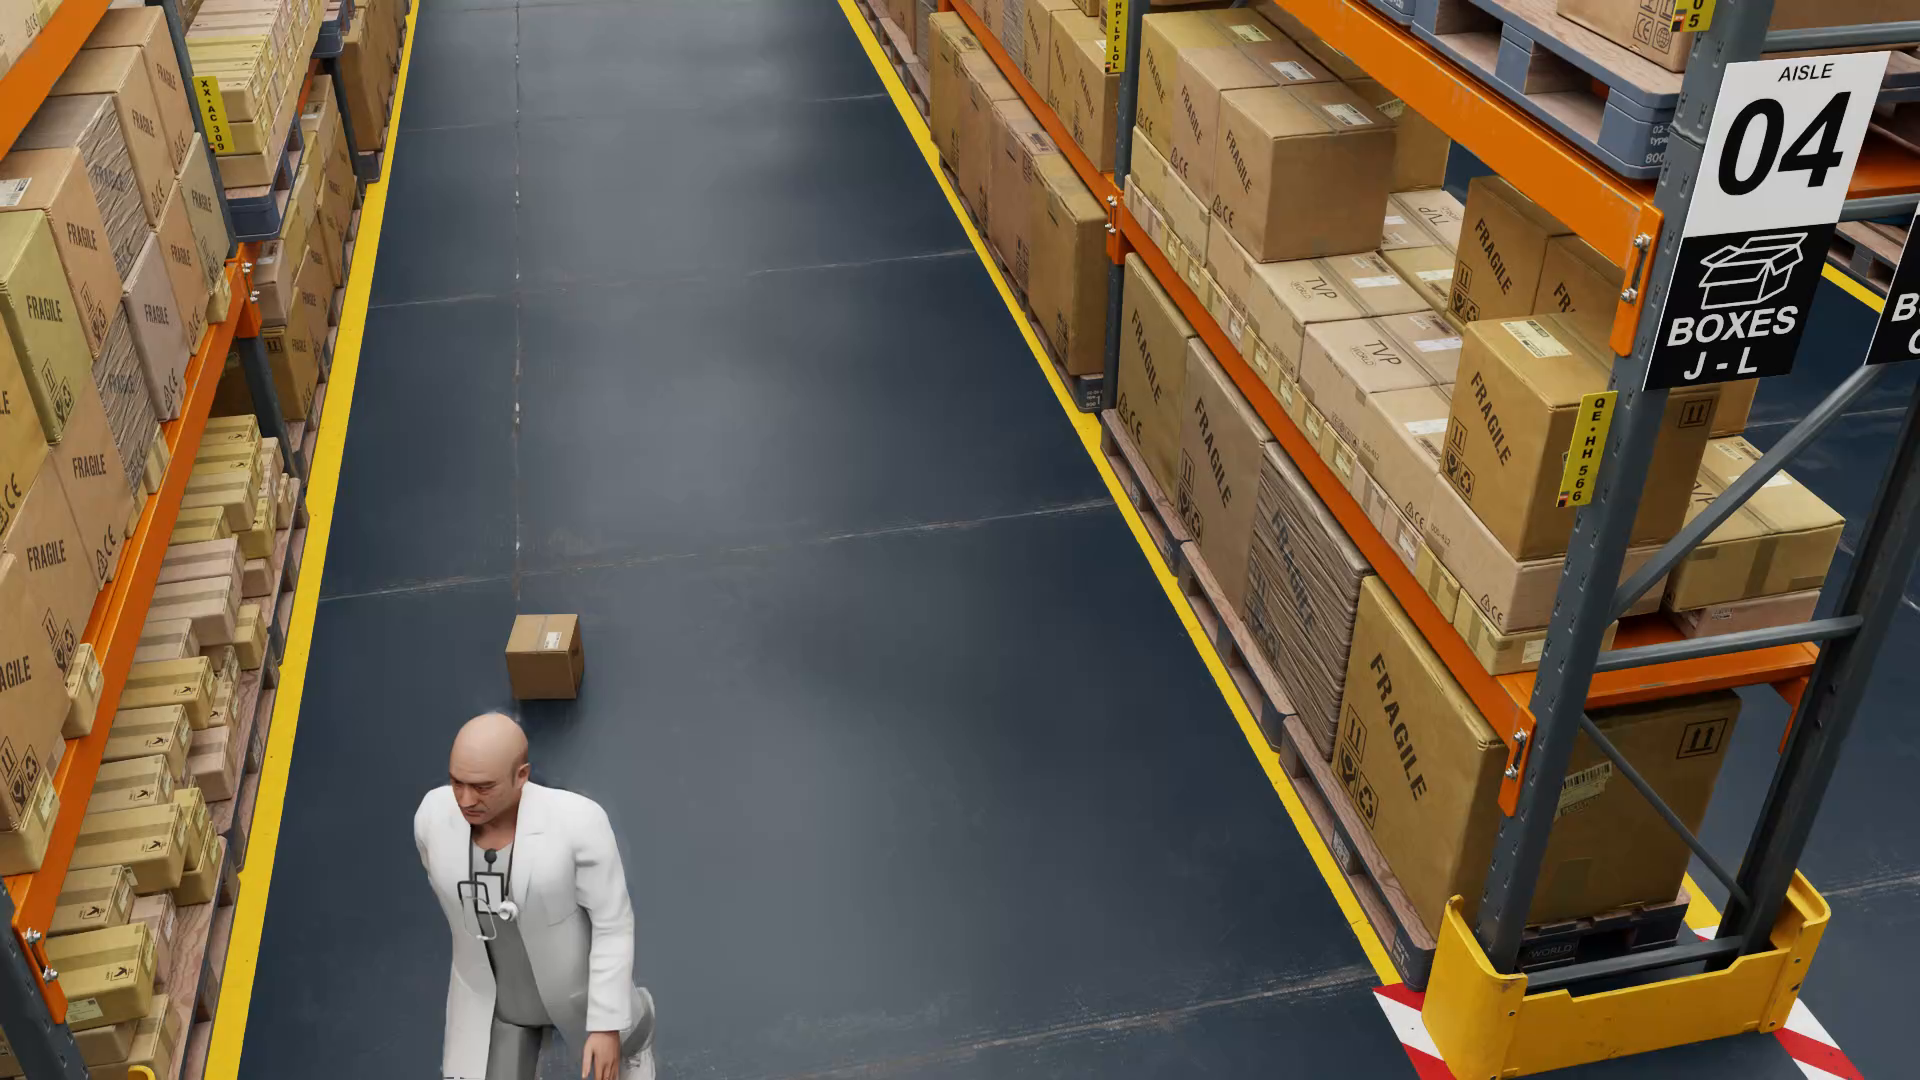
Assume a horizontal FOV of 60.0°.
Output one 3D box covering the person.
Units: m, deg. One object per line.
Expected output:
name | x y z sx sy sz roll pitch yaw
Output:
person | -1.116 1.165 4.418 0.574 1.726 1.146 1 34 1
